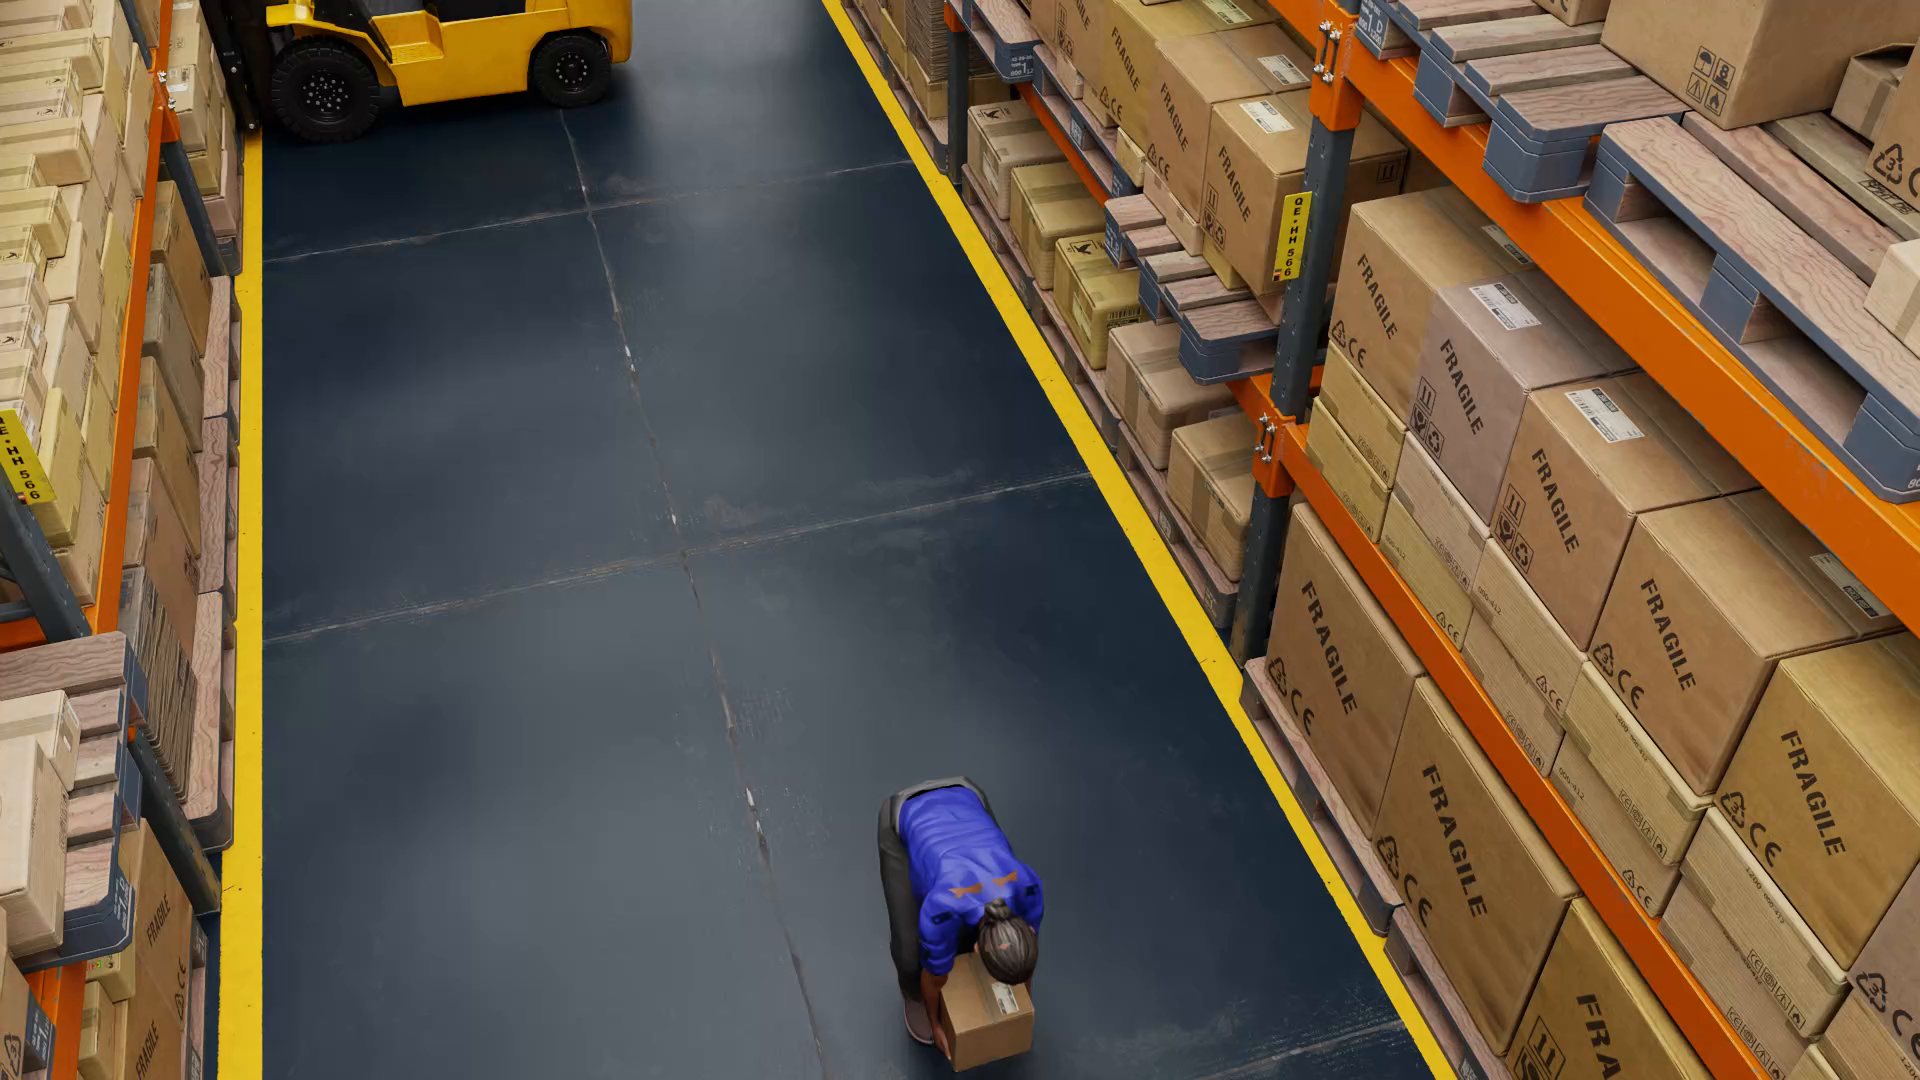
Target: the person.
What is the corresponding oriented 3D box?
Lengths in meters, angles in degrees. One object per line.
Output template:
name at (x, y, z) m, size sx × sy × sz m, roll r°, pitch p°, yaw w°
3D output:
person at (0.023, 1.264, 5.193) m, size 0.414 × 1.112 × 0.866 m, roll -13°, pitch 44°, yaw -14°
